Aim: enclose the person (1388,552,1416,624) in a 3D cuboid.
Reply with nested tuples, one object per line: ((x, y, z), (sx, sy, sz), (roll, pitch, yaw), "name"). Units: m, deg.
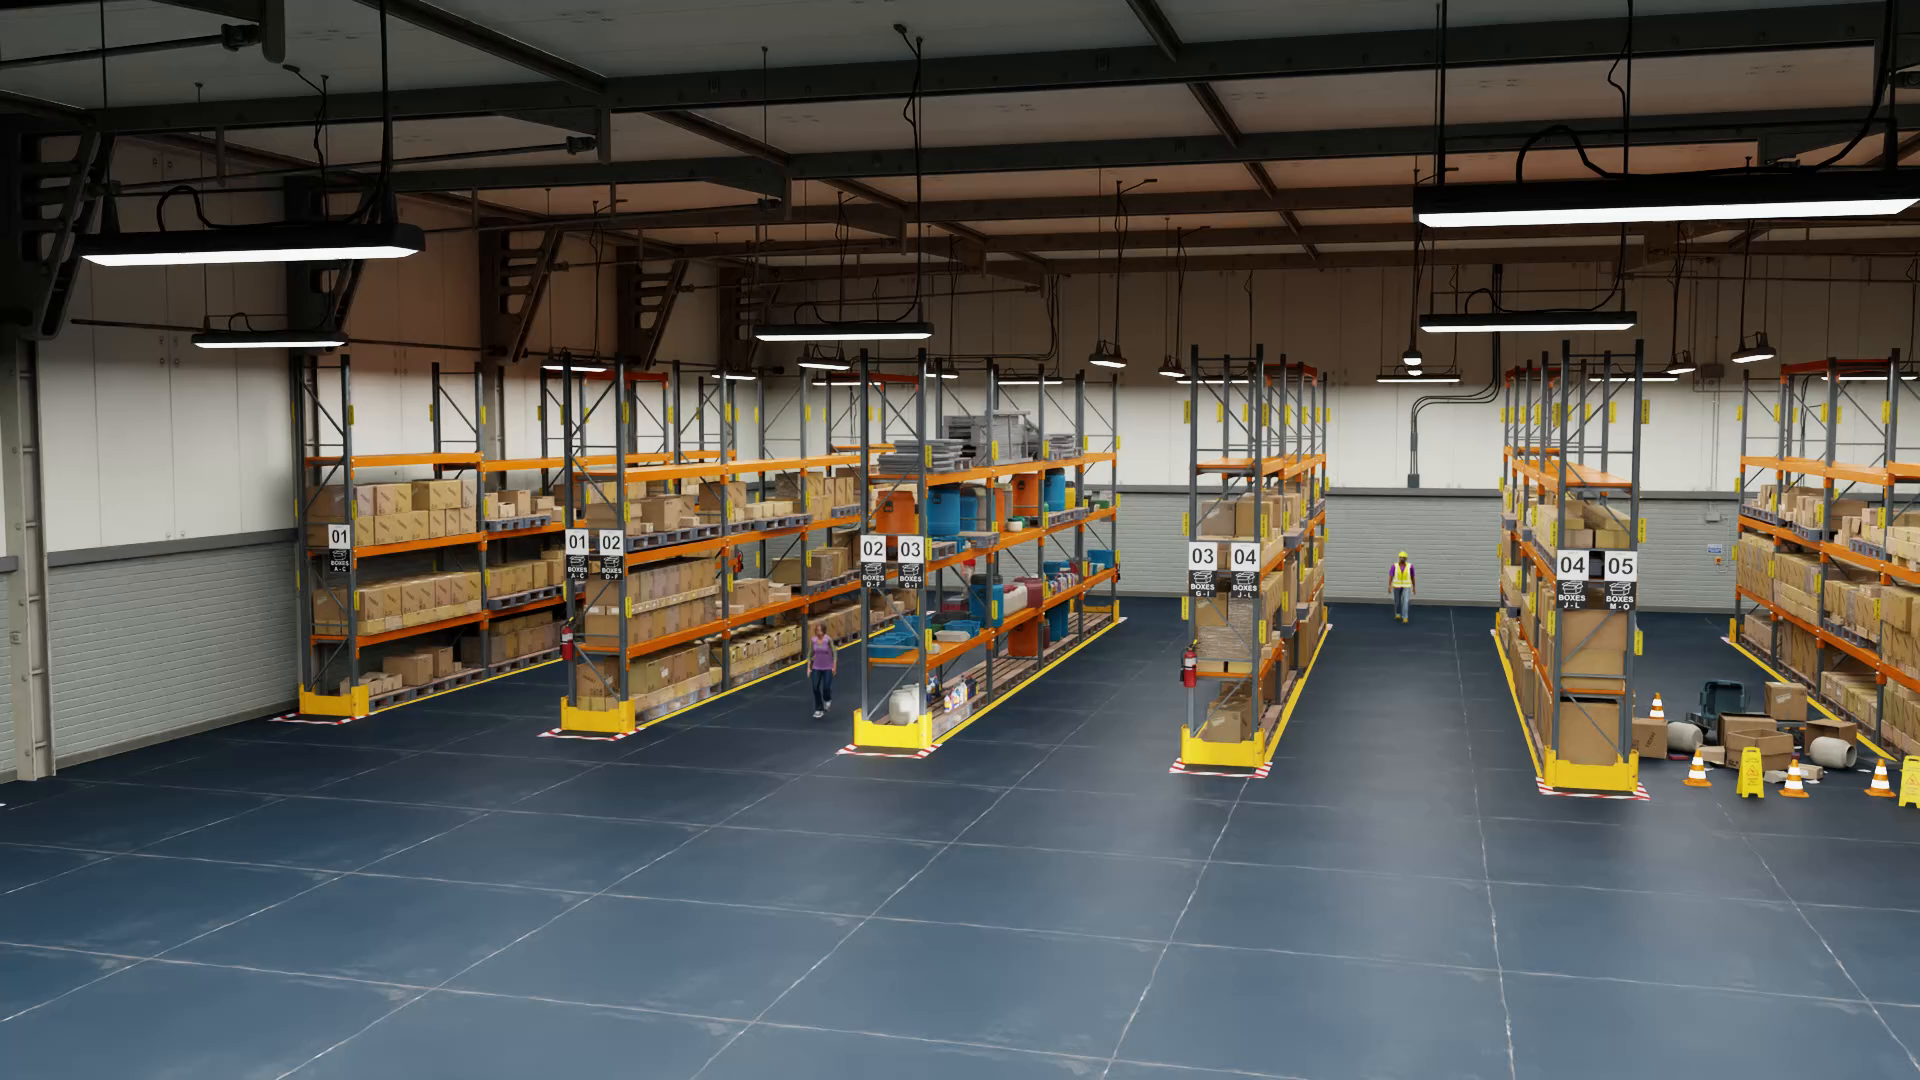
((10.655, 1.137, 40.086), (0.656, 1.711, 1.093), (1, 4, 13), "person")

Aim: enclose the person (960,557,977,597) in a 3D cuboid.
((0.234, 0.843, 43.926), (0.439, 1.748, 0.558), (1, 4, 17), "person")

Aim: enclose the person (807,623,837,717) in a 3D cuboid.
((-2.278, 2.152, 27.708), (0.502, 1.578, 0.477), (1, 4, 14), "person")

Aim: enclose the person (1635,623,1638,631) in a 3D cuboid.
((14.963, 1.331, 37.908), (1.020, 1.597, 0.422), (3, 5, 35), "person")
